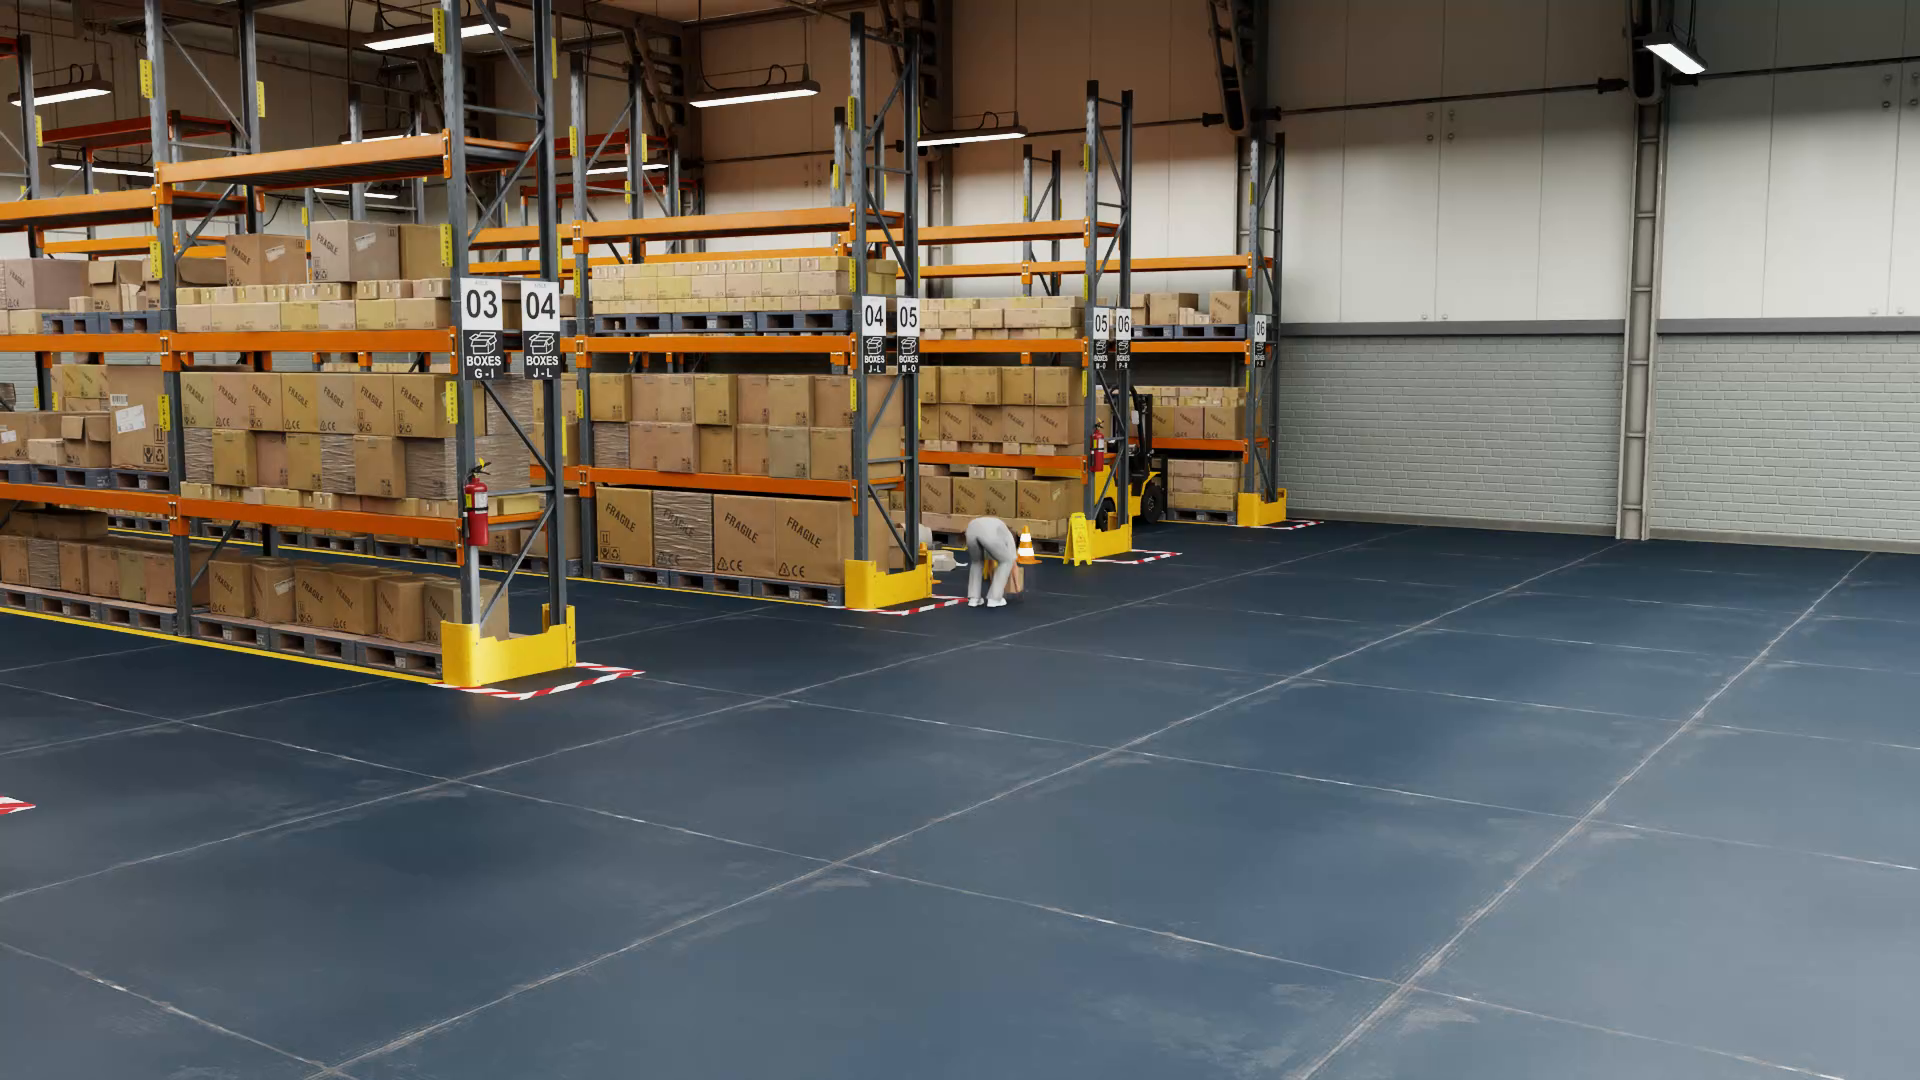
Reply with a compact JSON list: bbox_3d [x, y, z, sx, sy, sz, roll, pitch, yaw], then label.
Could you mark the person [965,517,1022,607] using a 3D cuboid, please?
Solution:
[{"bbox_3d":[0.344,0.208,17.439,0.458,0.934,0.852,3,7,26],"label":"person"}]
